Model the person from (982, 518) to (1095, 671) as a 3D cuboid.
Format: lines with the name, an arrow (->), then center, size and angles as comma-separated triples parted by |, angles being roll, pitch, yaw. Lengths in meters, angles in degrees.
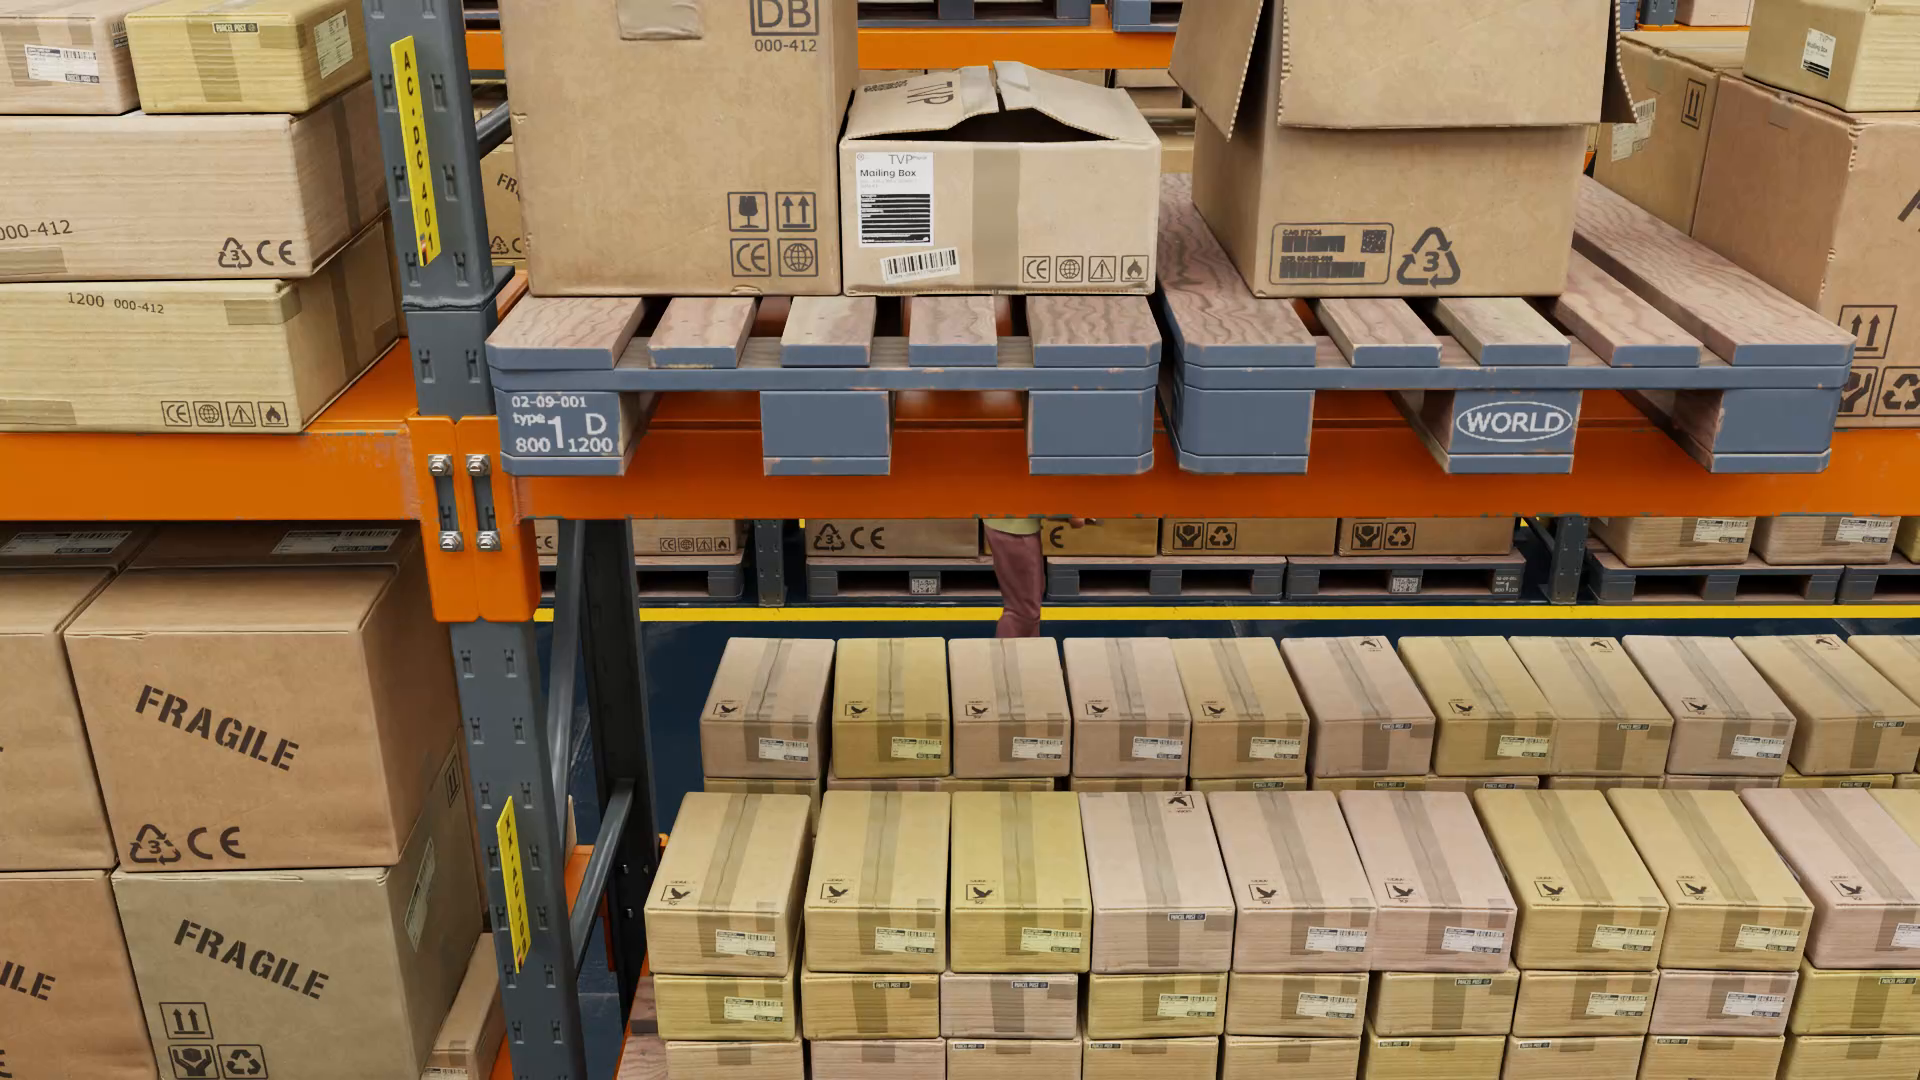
person -> 0.302, -0.066, 7.266 | 0.554, 1.662, 0.426 | 0, 24, 0
